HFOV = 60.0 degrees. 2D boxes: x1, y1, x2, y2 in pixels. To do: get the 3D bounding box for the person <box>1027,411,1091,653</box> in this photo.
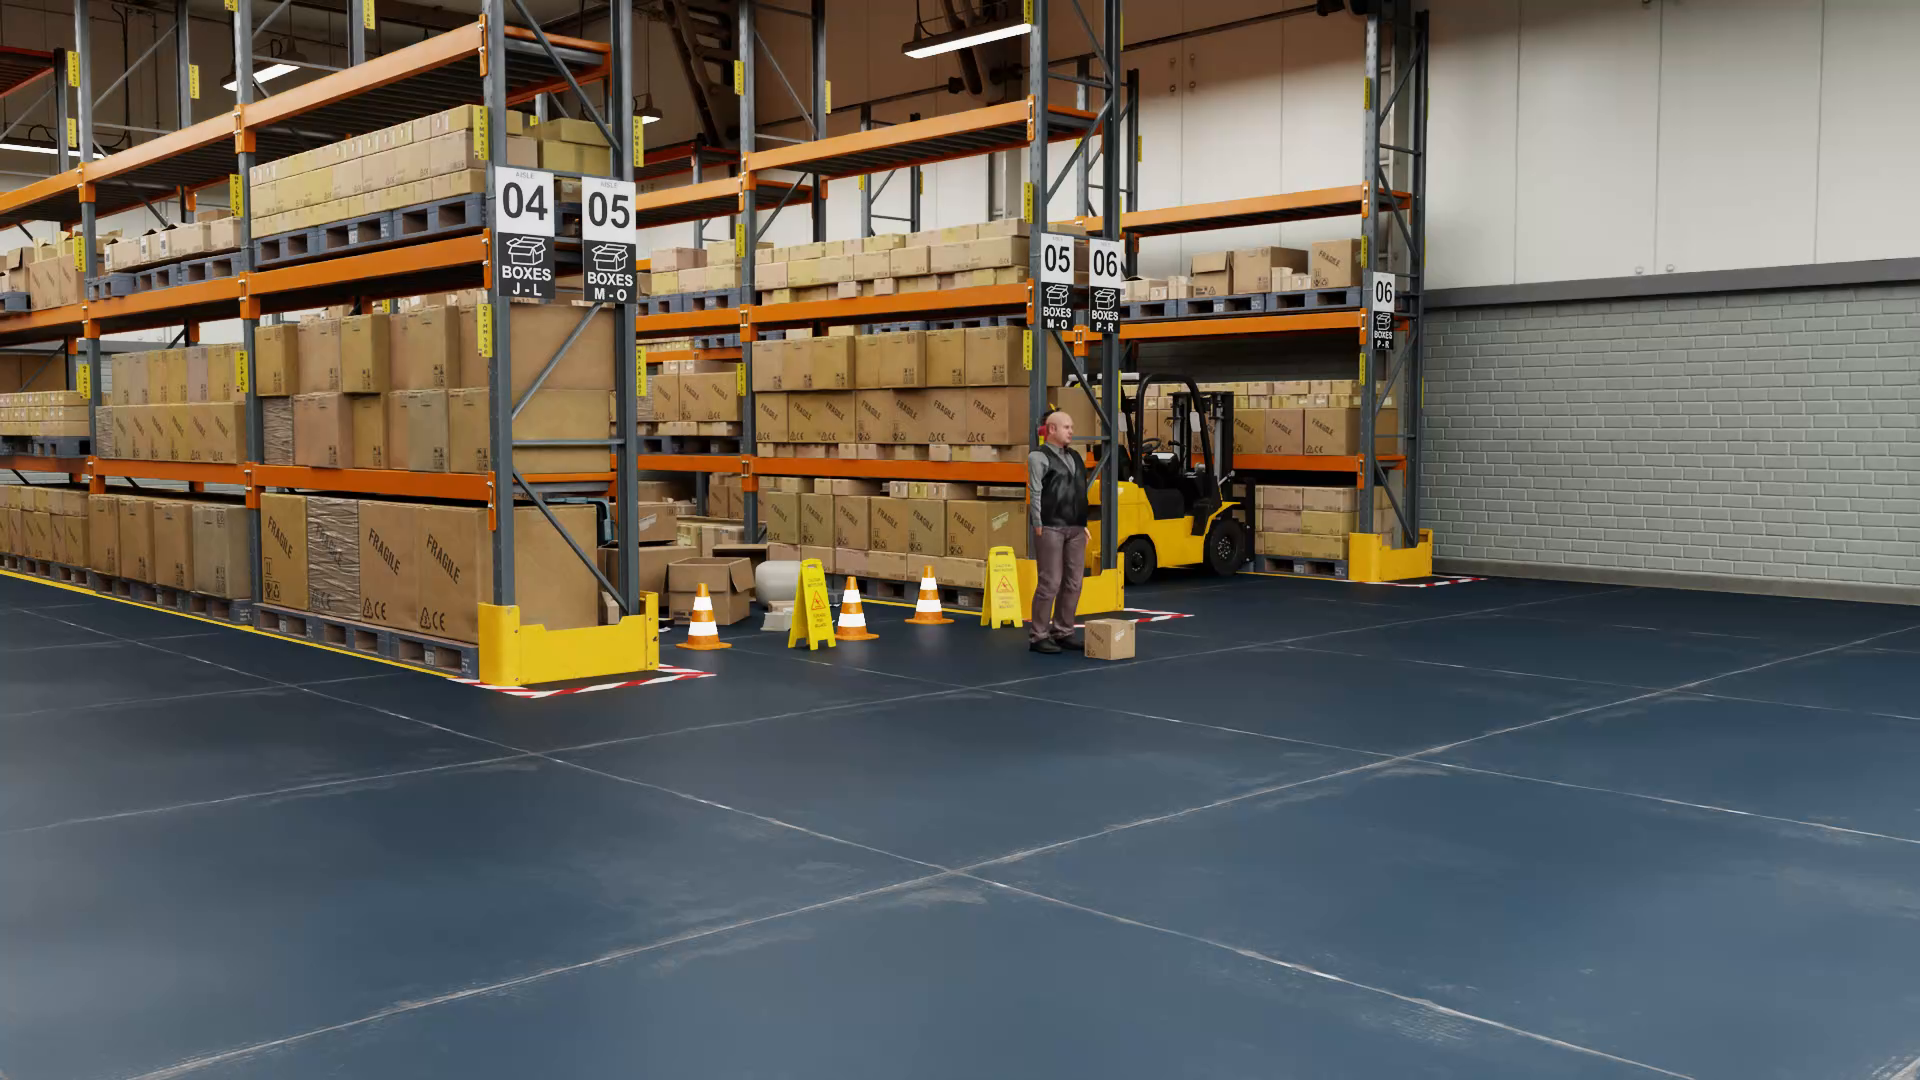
[{"bbox_3d":[0.722,-0.061,11.923,0.532,1.714,0.360,-4,5,-42],"label":"person"}]
